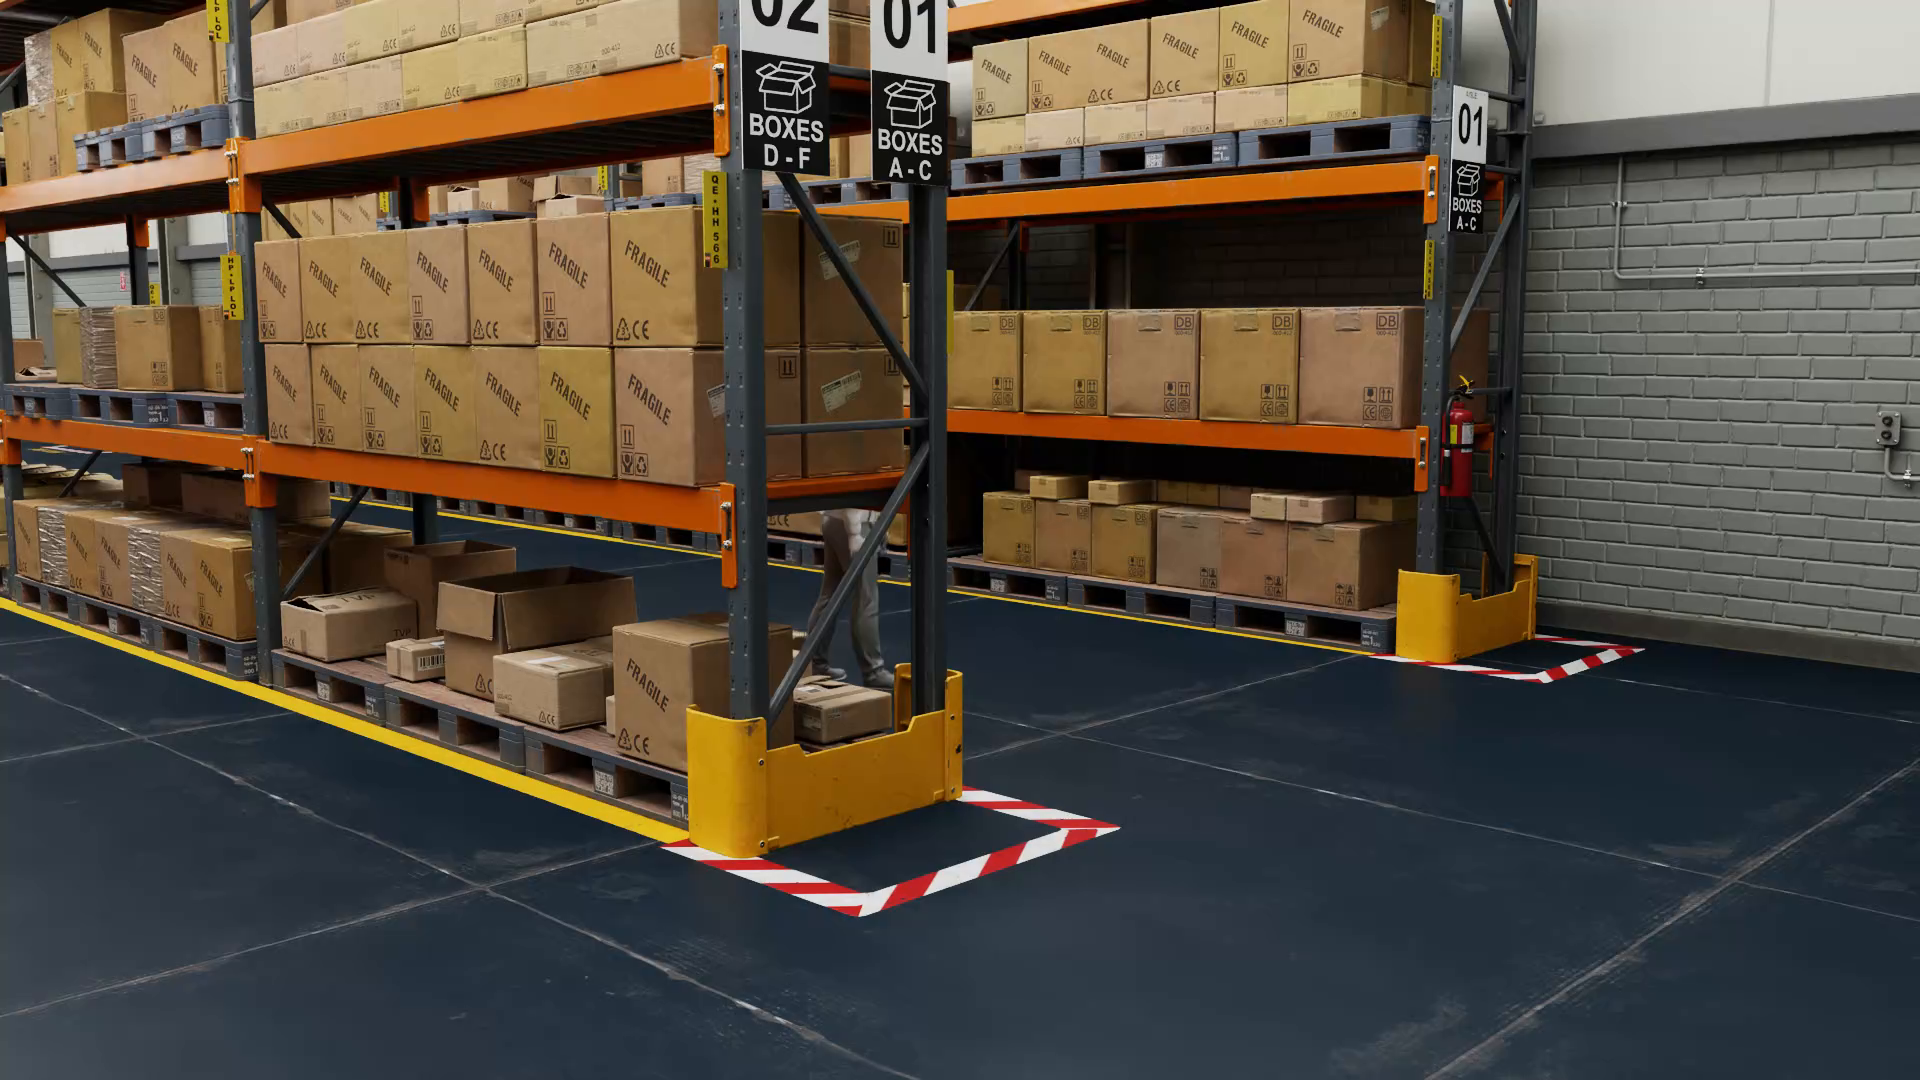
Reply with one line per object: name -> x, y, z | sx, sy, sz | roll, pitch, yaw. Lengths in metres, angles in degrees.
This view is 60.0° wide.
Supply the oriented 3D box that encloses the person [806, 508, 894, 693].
person -> -0.514, -0.055, 8.504 | 0.598, 1.656, 0.546 | -1, 7, -6
